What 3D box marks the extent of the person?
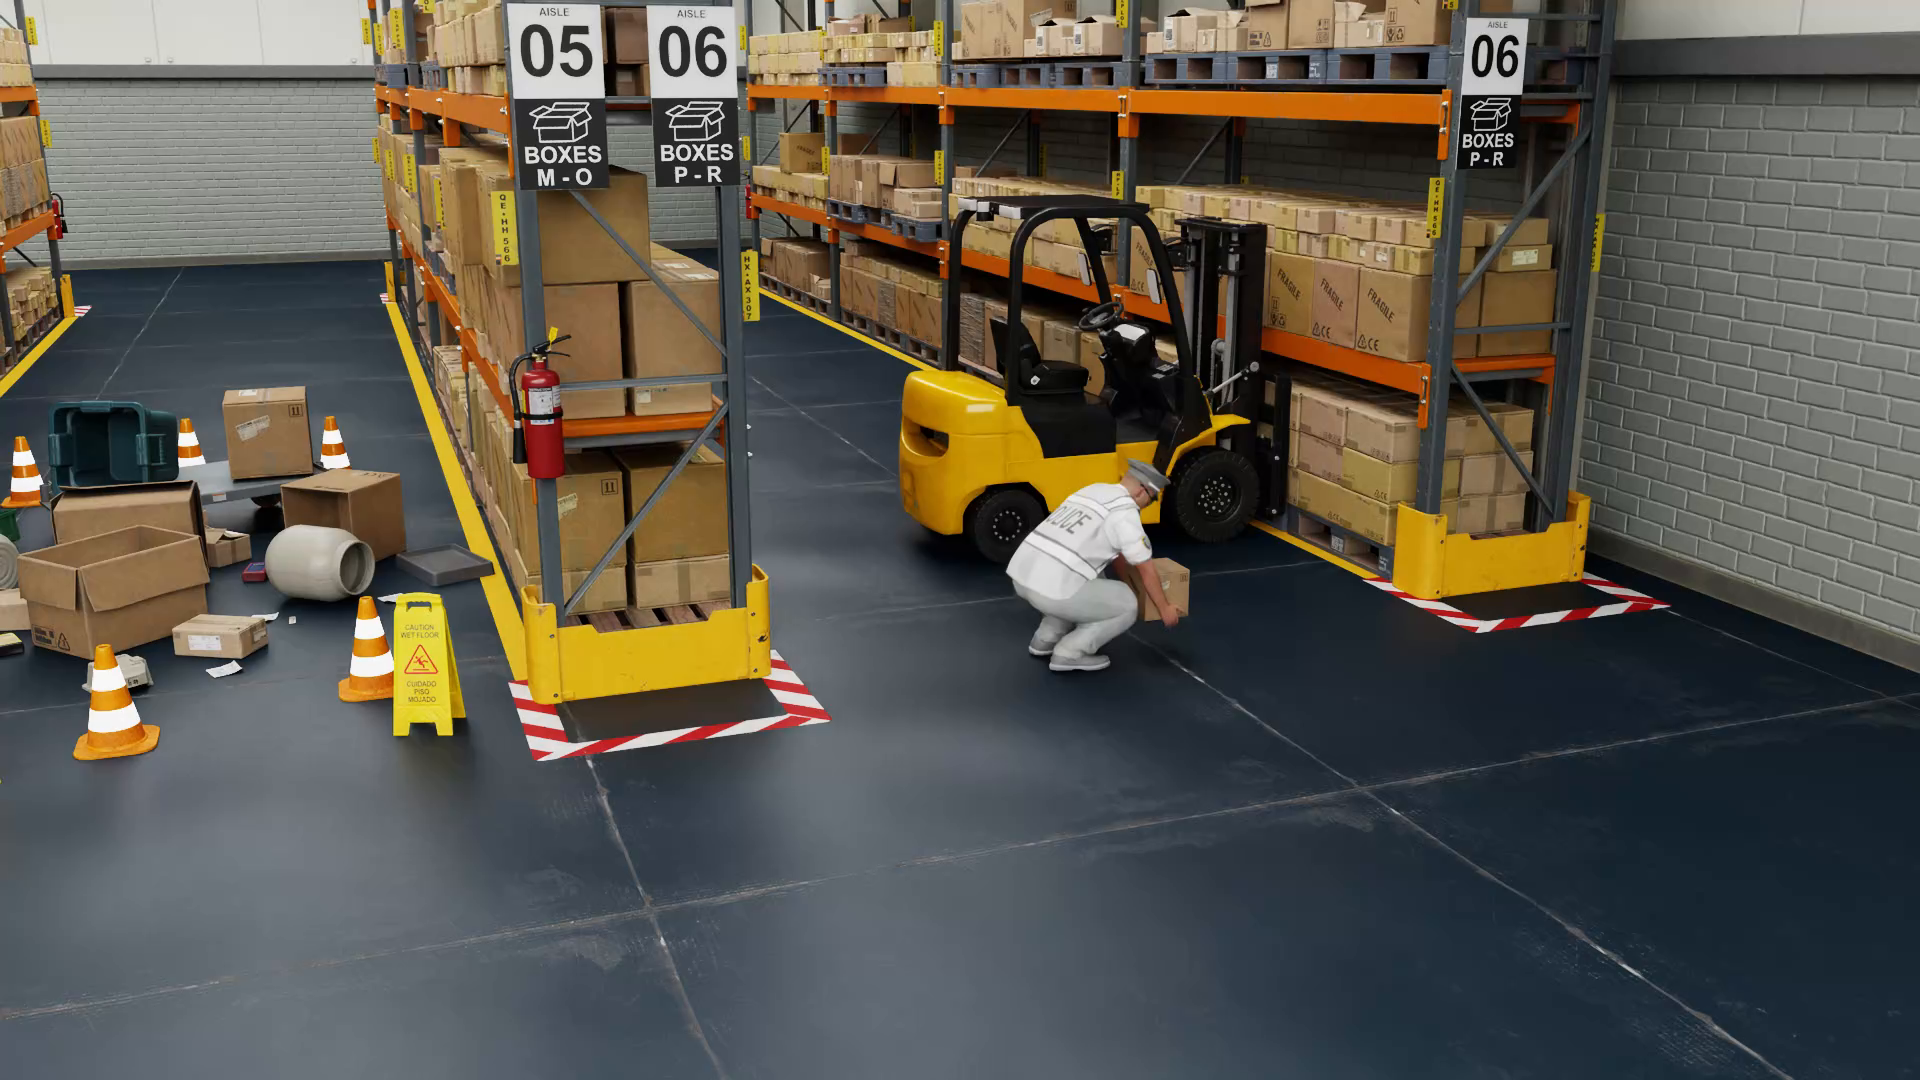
[{"bbox_3d":[0.688,0.118,8.486,0.916,1.022,0.538,-6,17,-21],"label":"person"}]
